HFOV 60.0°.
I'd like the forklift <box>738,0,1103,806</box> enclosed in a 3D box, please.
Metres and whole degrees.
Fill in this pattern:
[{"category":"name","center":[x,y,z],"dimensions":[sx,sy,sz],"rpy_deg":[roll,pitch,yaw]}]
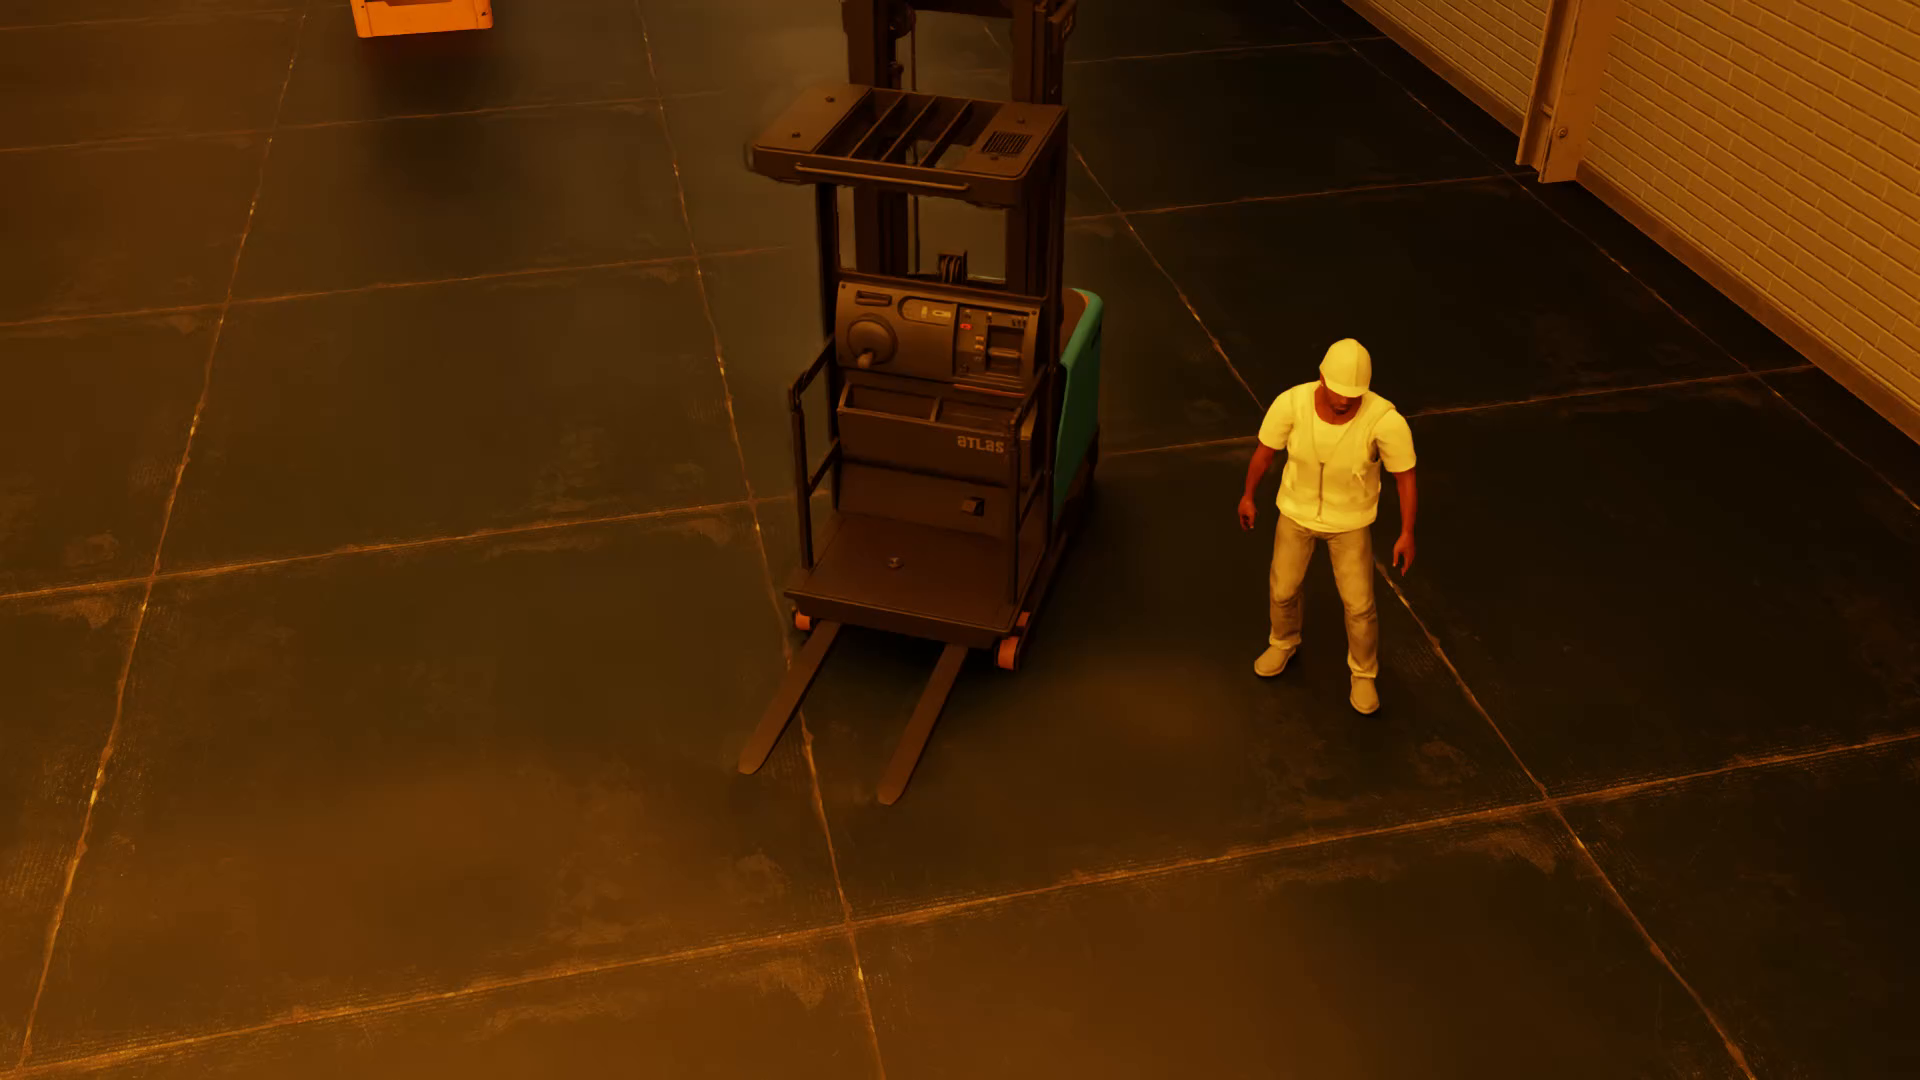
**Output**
[{"category":"forklift","center":[-0.165,-0.844,7.224],"dimensions":[1.130,2.935,3.031],"rpy_deg":[10,37,13]}]

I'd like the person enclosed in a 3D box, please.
[{"category":"person","center":[1.585,-0.094,7.199],"dimensions":[0.799,1.745,0.412],"rpy_deg":[14,38,19]}]
